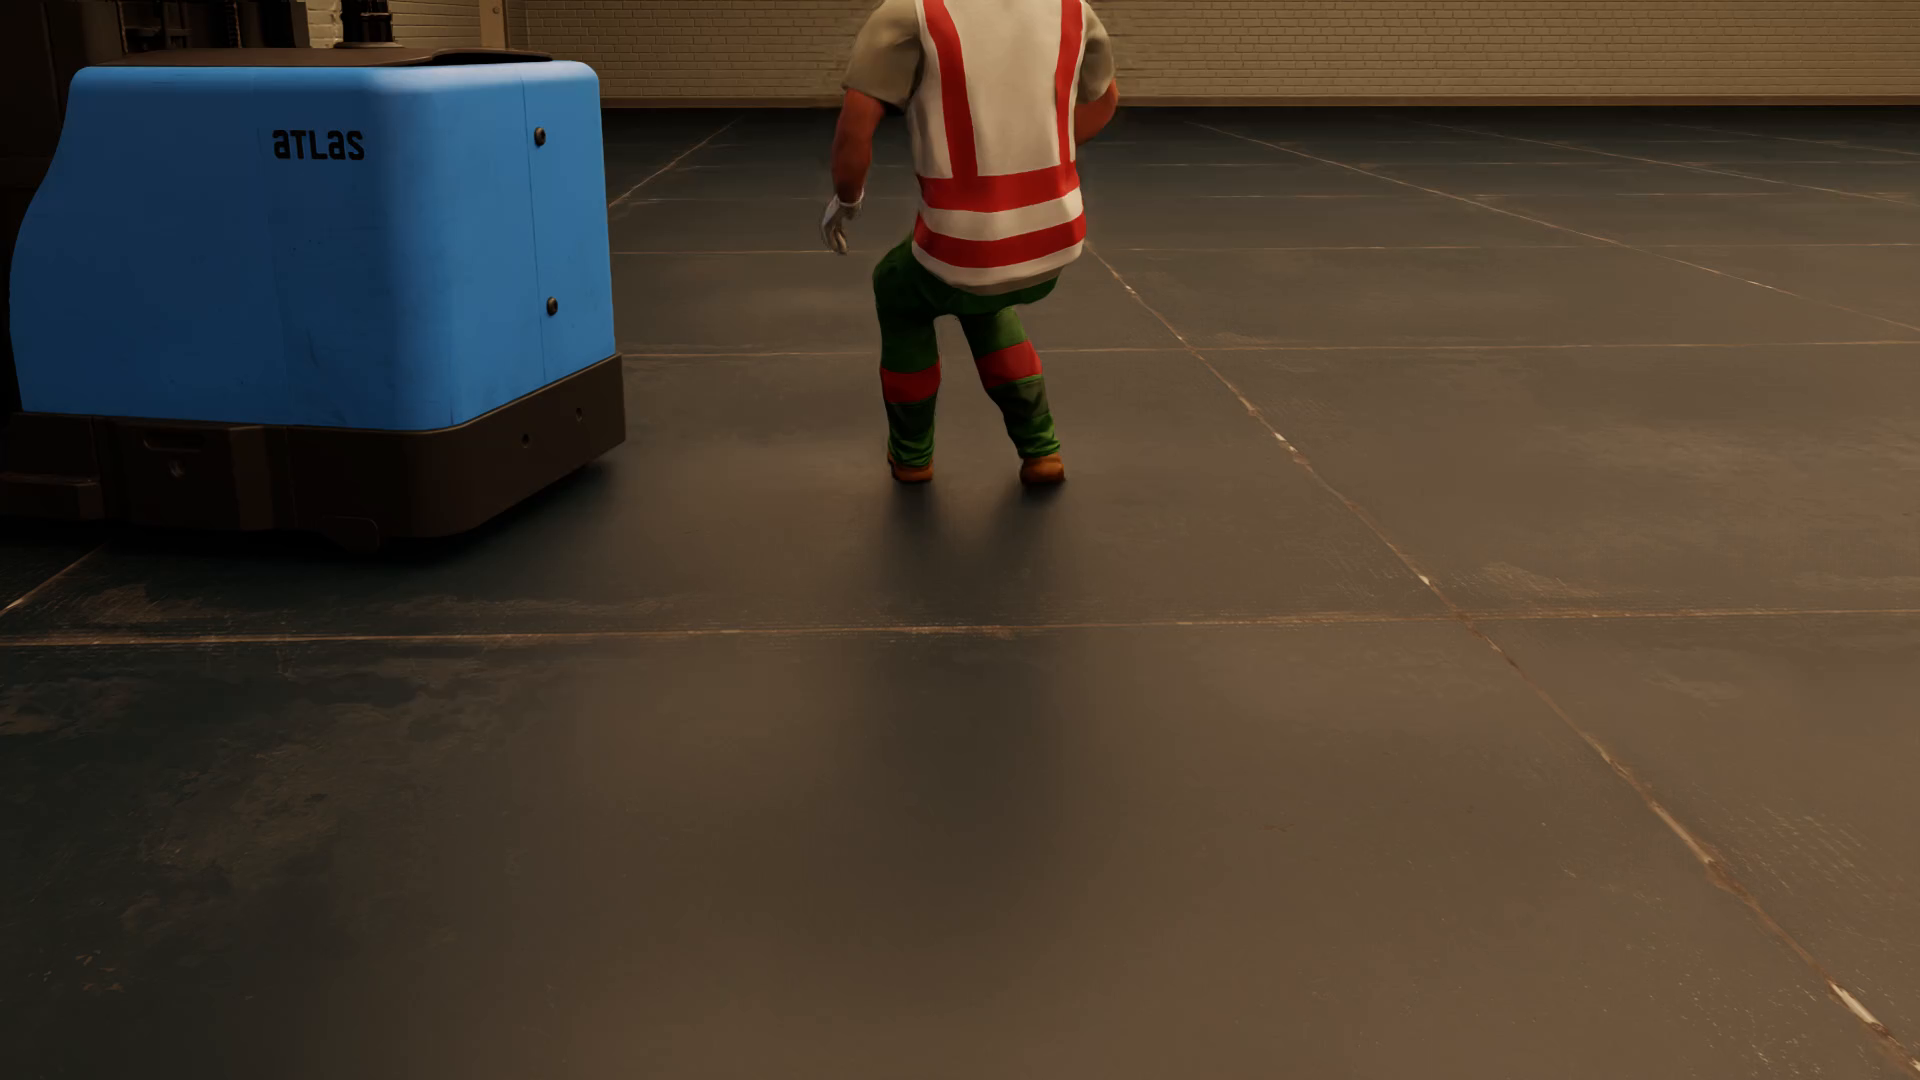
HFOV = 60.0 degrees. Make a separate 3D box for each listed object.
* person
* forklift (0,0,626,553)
[{"bbox_3d":[-0.039,-0.809,4.052,0.798,1.567,0.897,-9,19,-28],"label":"person"},{"bbox_3d":[-2.489,-1.572,4.048,3.031,2.935,1.130,4,17,11],"label":"forklift"}]
